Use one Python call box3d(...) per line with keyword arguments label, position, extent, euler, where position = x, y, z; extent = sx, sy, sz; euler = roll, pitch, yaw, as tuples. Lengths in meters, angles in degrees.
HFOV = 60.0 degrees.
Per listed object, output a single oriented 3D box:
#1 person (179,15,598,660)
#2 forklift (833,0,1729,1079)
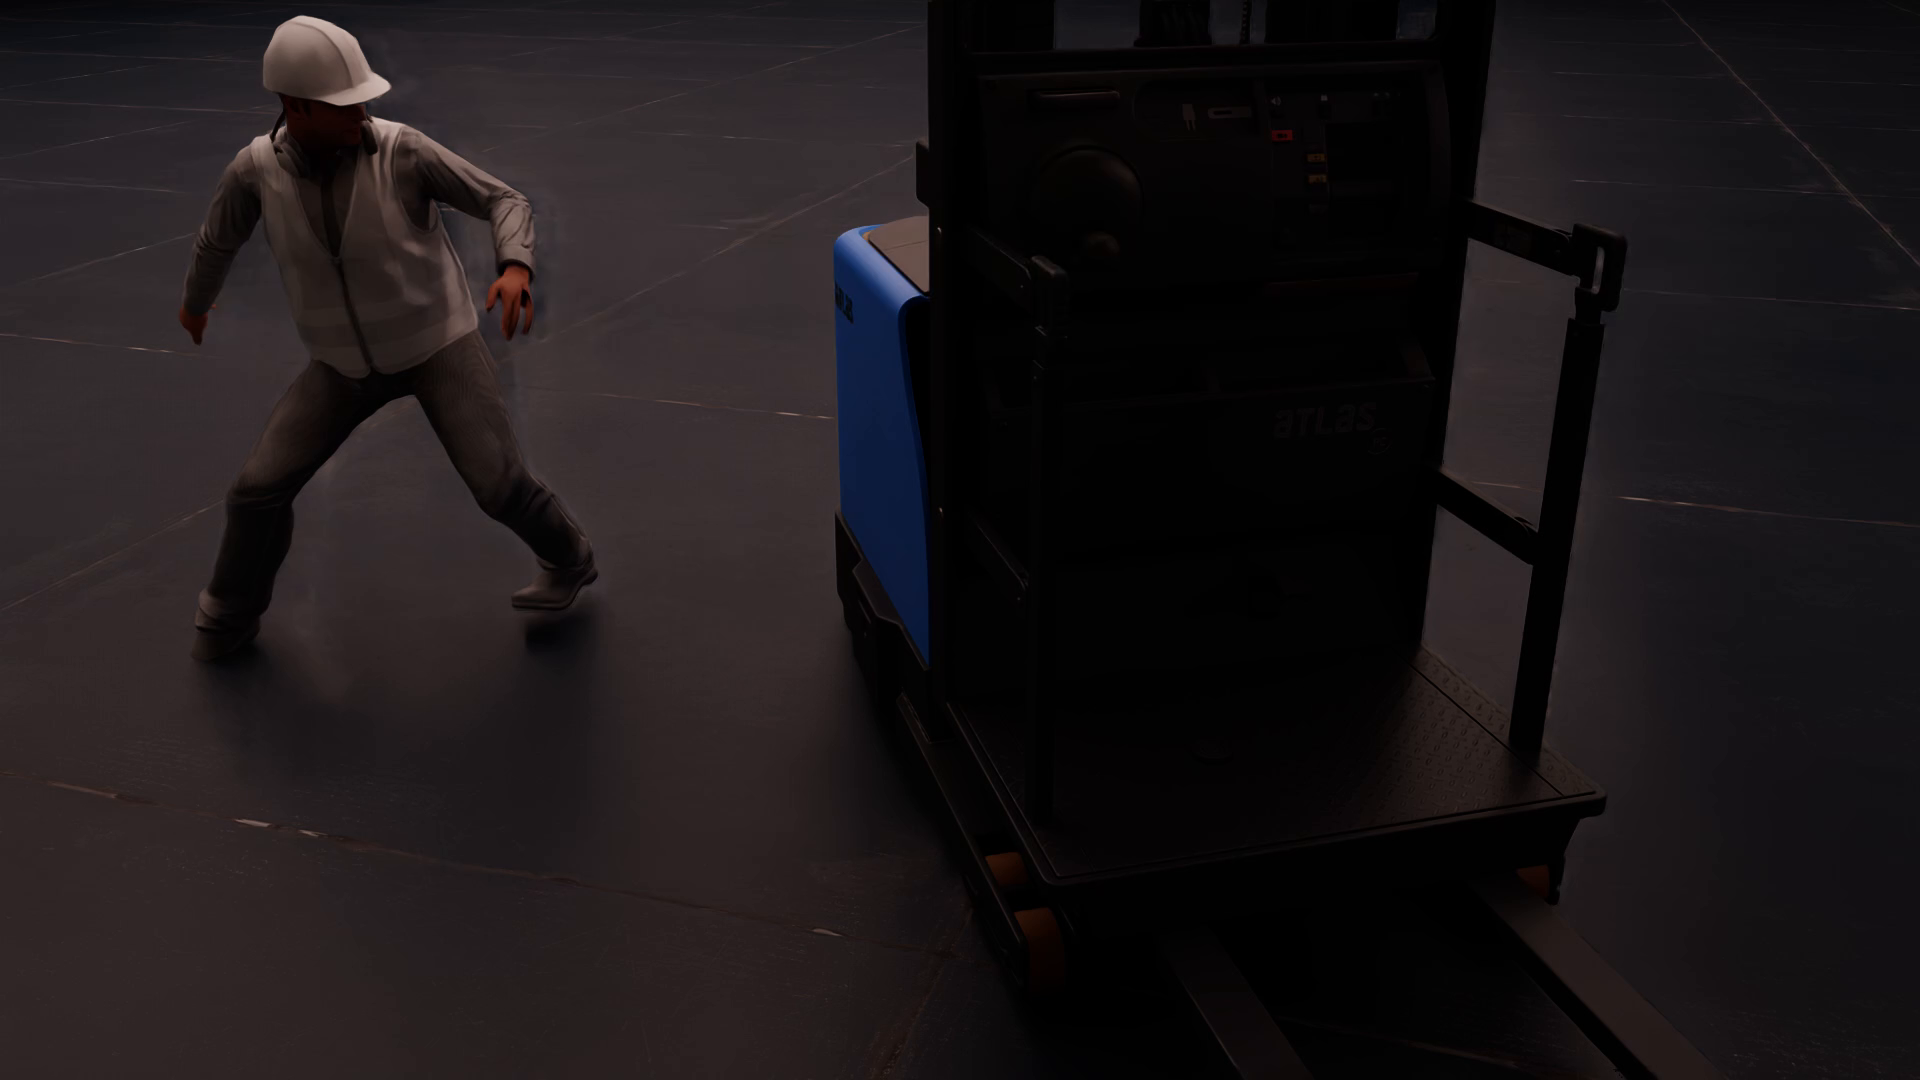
box3d(label="person", position=(-1.540, -0.445, 4.238), extent=(1.067, 1.730, 0.563), euler=(1, 22, 2))
box3d(label="forklift", position=(0.545, -0.674, 2.913), extent=(1.130, 2.935, 3.031), euler=(-6, 23, -14))
